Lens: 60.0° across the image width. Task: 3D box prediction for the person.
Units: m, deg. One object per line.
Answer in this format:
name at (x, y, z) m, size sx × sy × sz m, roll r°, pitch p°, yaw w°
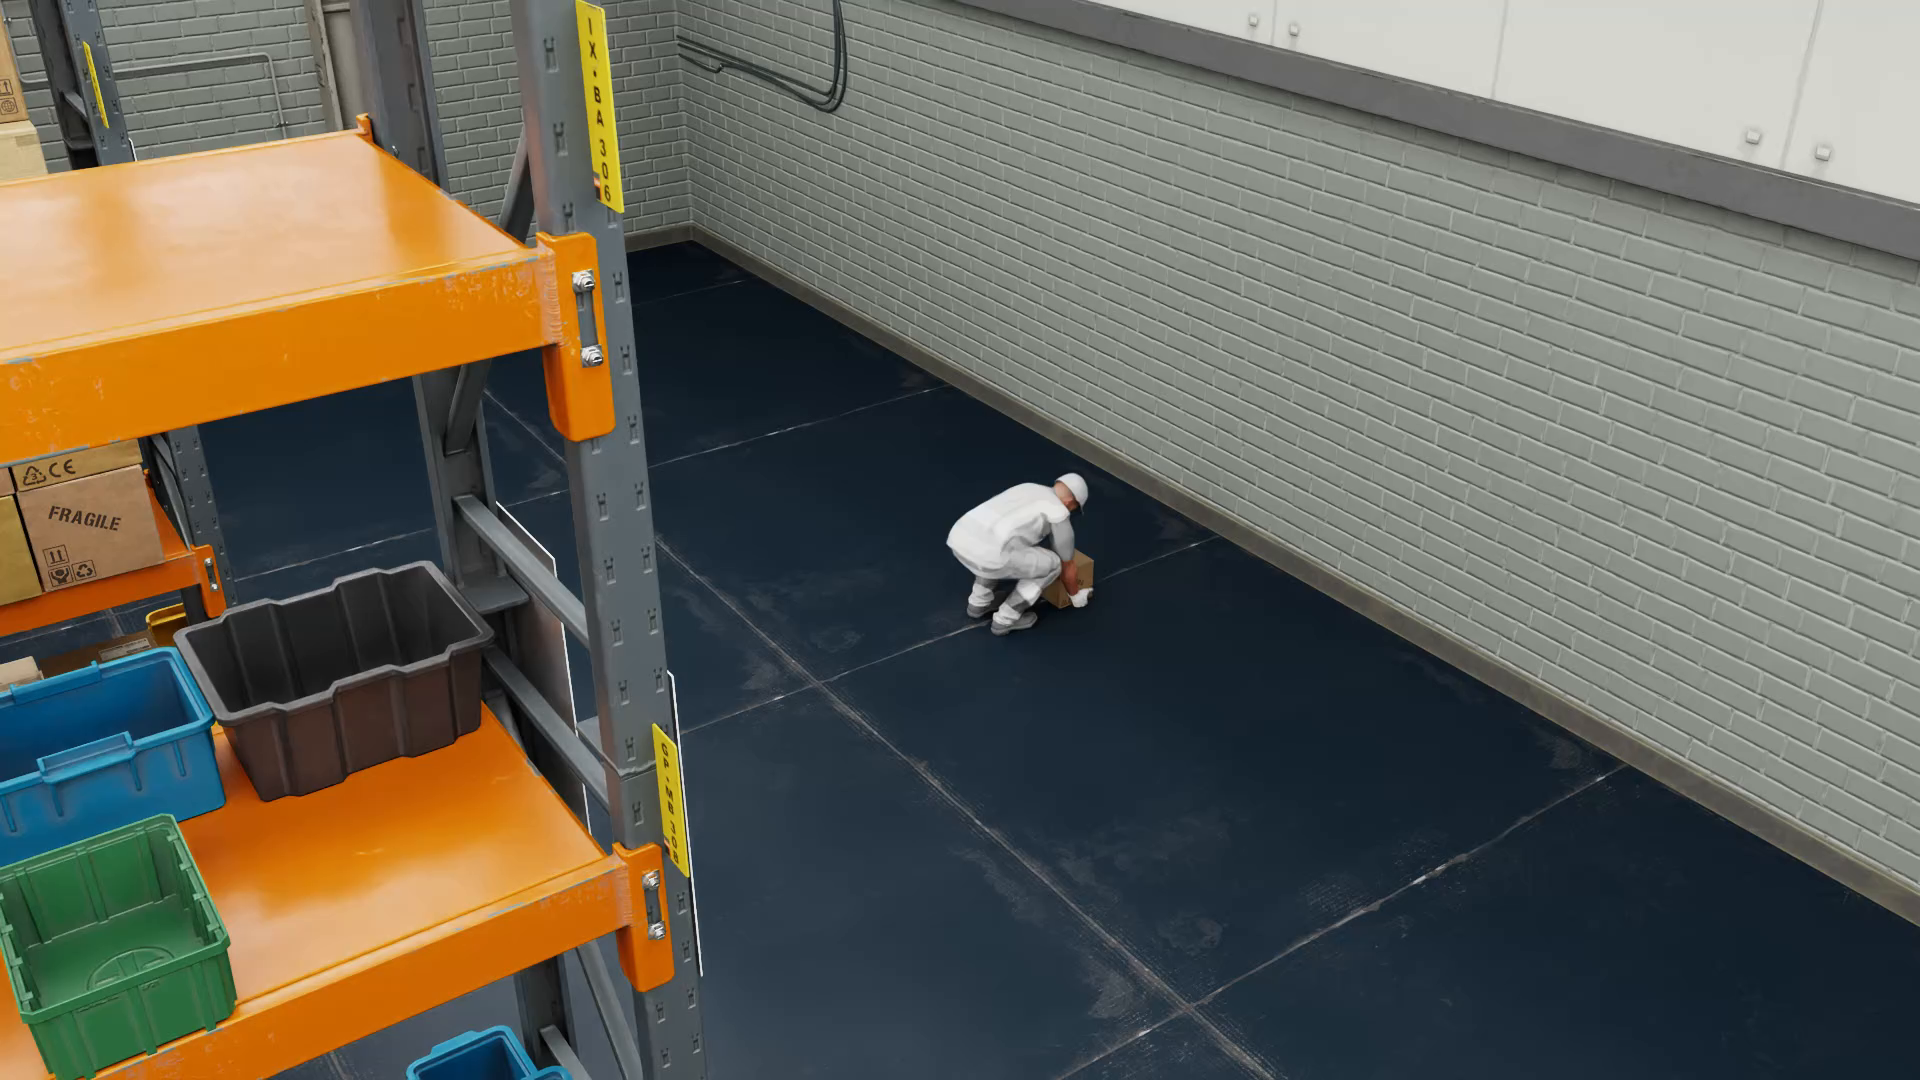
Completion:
person at (0.368, 0.080, 9.604) m, size 0.958 × 0.799 × 0.523 m, roll -20°, pitch 34°, yaw -32°
